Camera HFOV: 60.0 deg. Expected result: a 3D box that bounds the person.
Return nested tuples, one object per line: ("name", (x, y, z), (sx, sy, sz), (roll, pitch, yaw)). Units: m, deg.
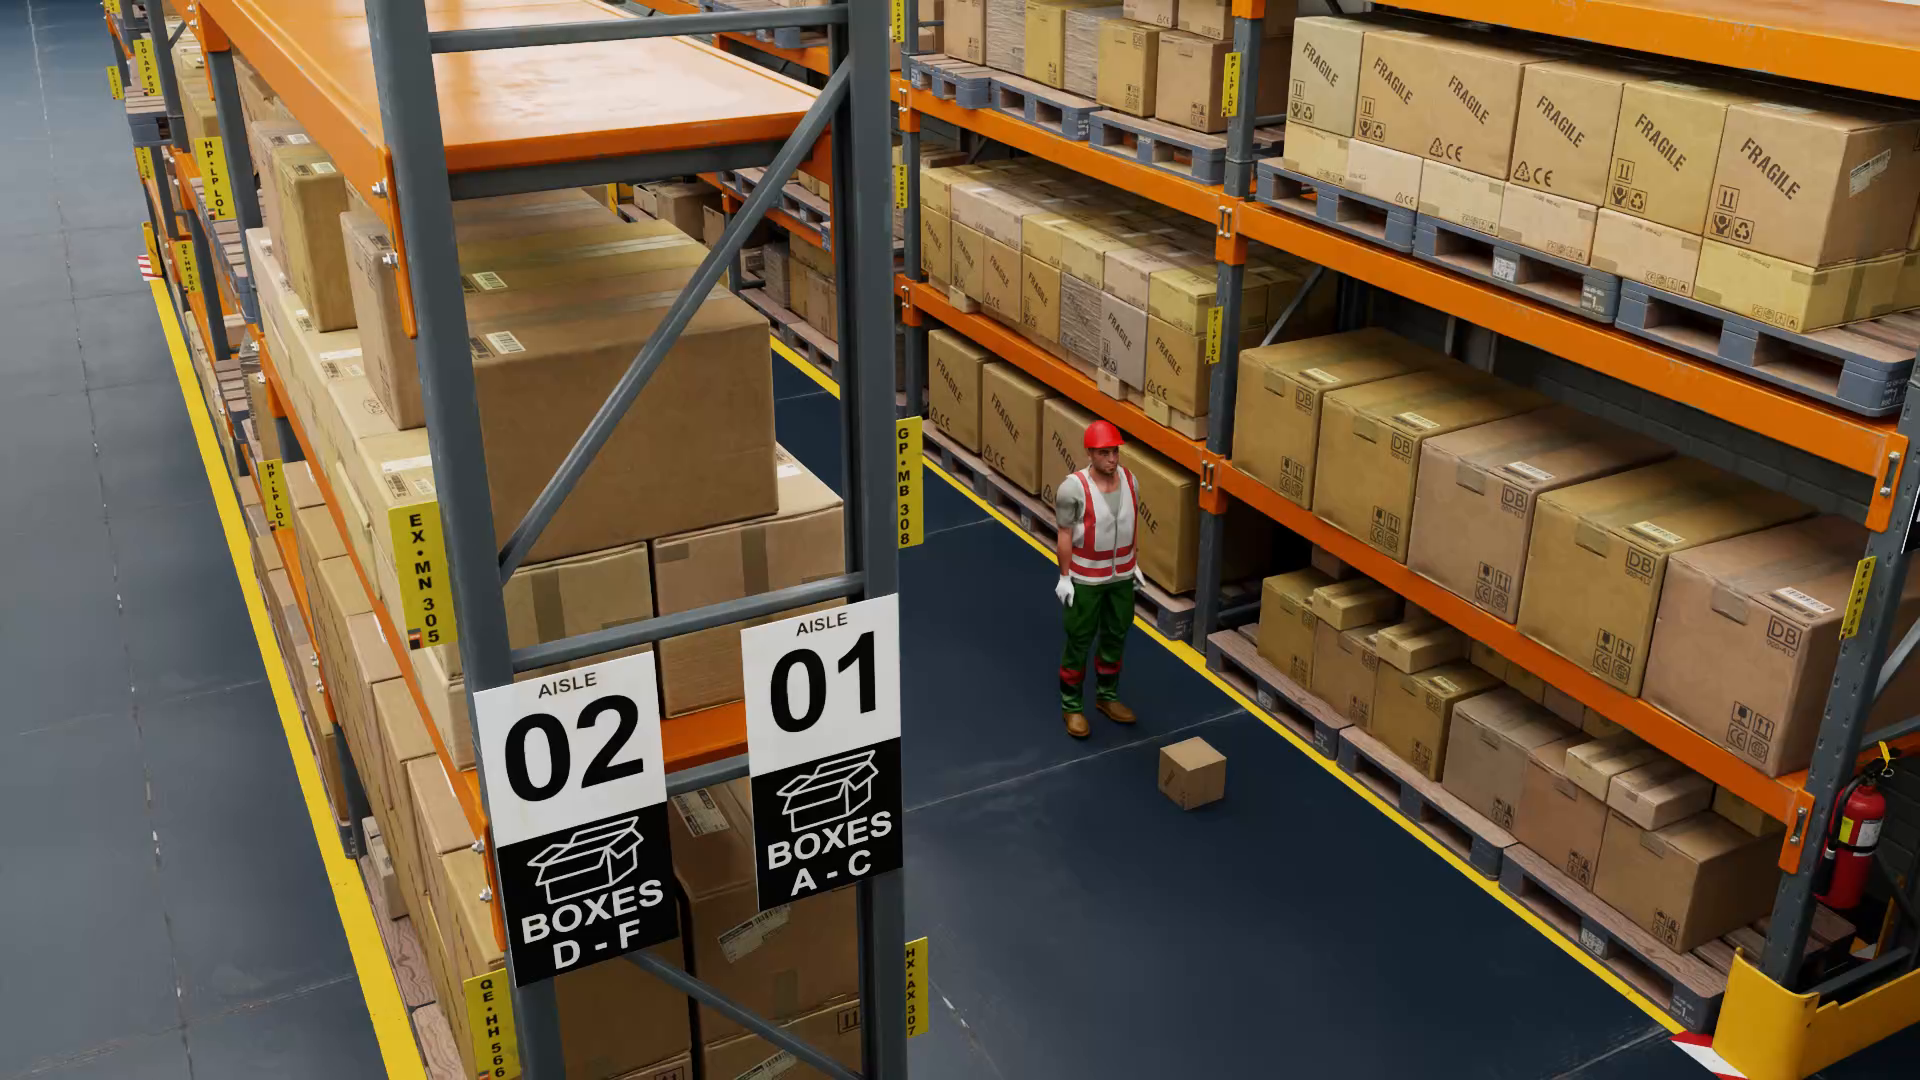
("person", (0.783, 0.203, 9.147), (0.531, 1.795, 0.380), (-12, 28, -24))
